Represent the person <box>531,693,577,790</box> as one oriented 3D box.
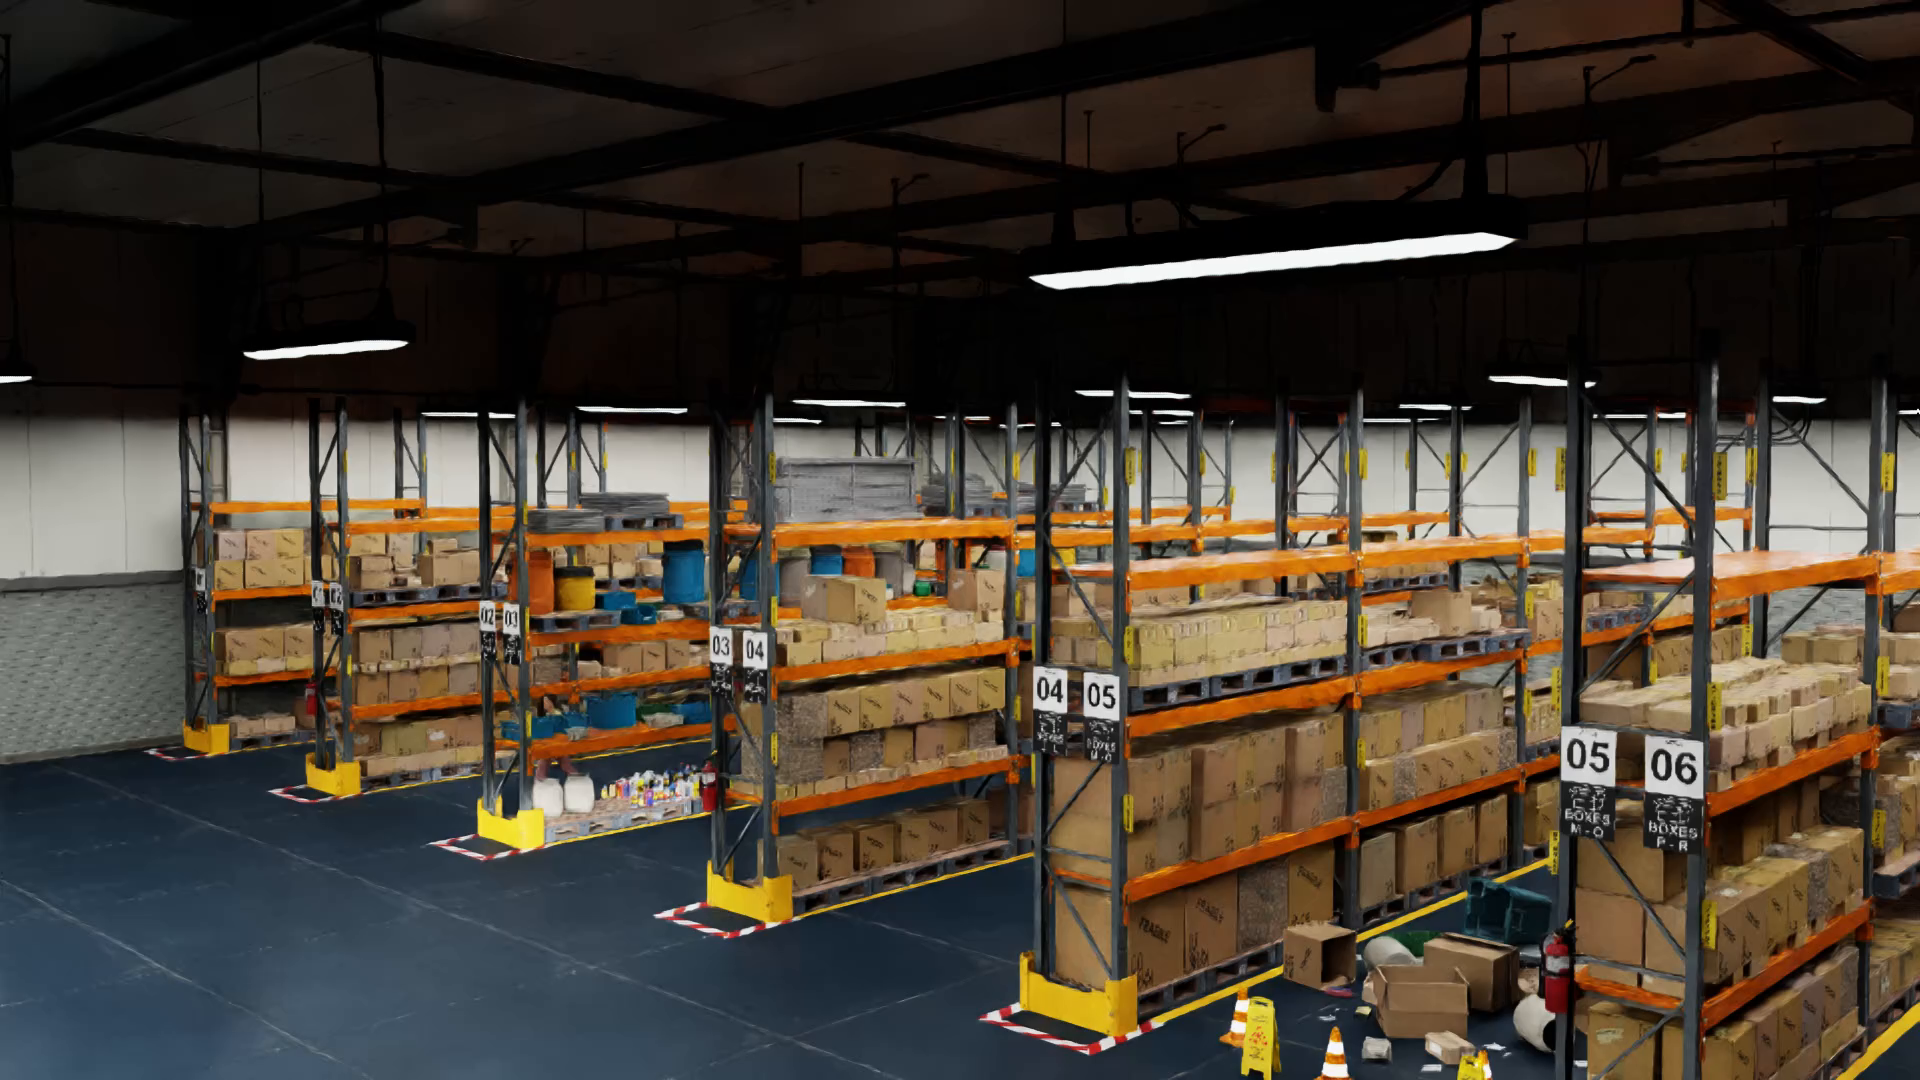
[{"bbox_3d":[-5.995,3.059,24.574,0.458,1.612,1.019,3,4,43],"label":"person"}]
